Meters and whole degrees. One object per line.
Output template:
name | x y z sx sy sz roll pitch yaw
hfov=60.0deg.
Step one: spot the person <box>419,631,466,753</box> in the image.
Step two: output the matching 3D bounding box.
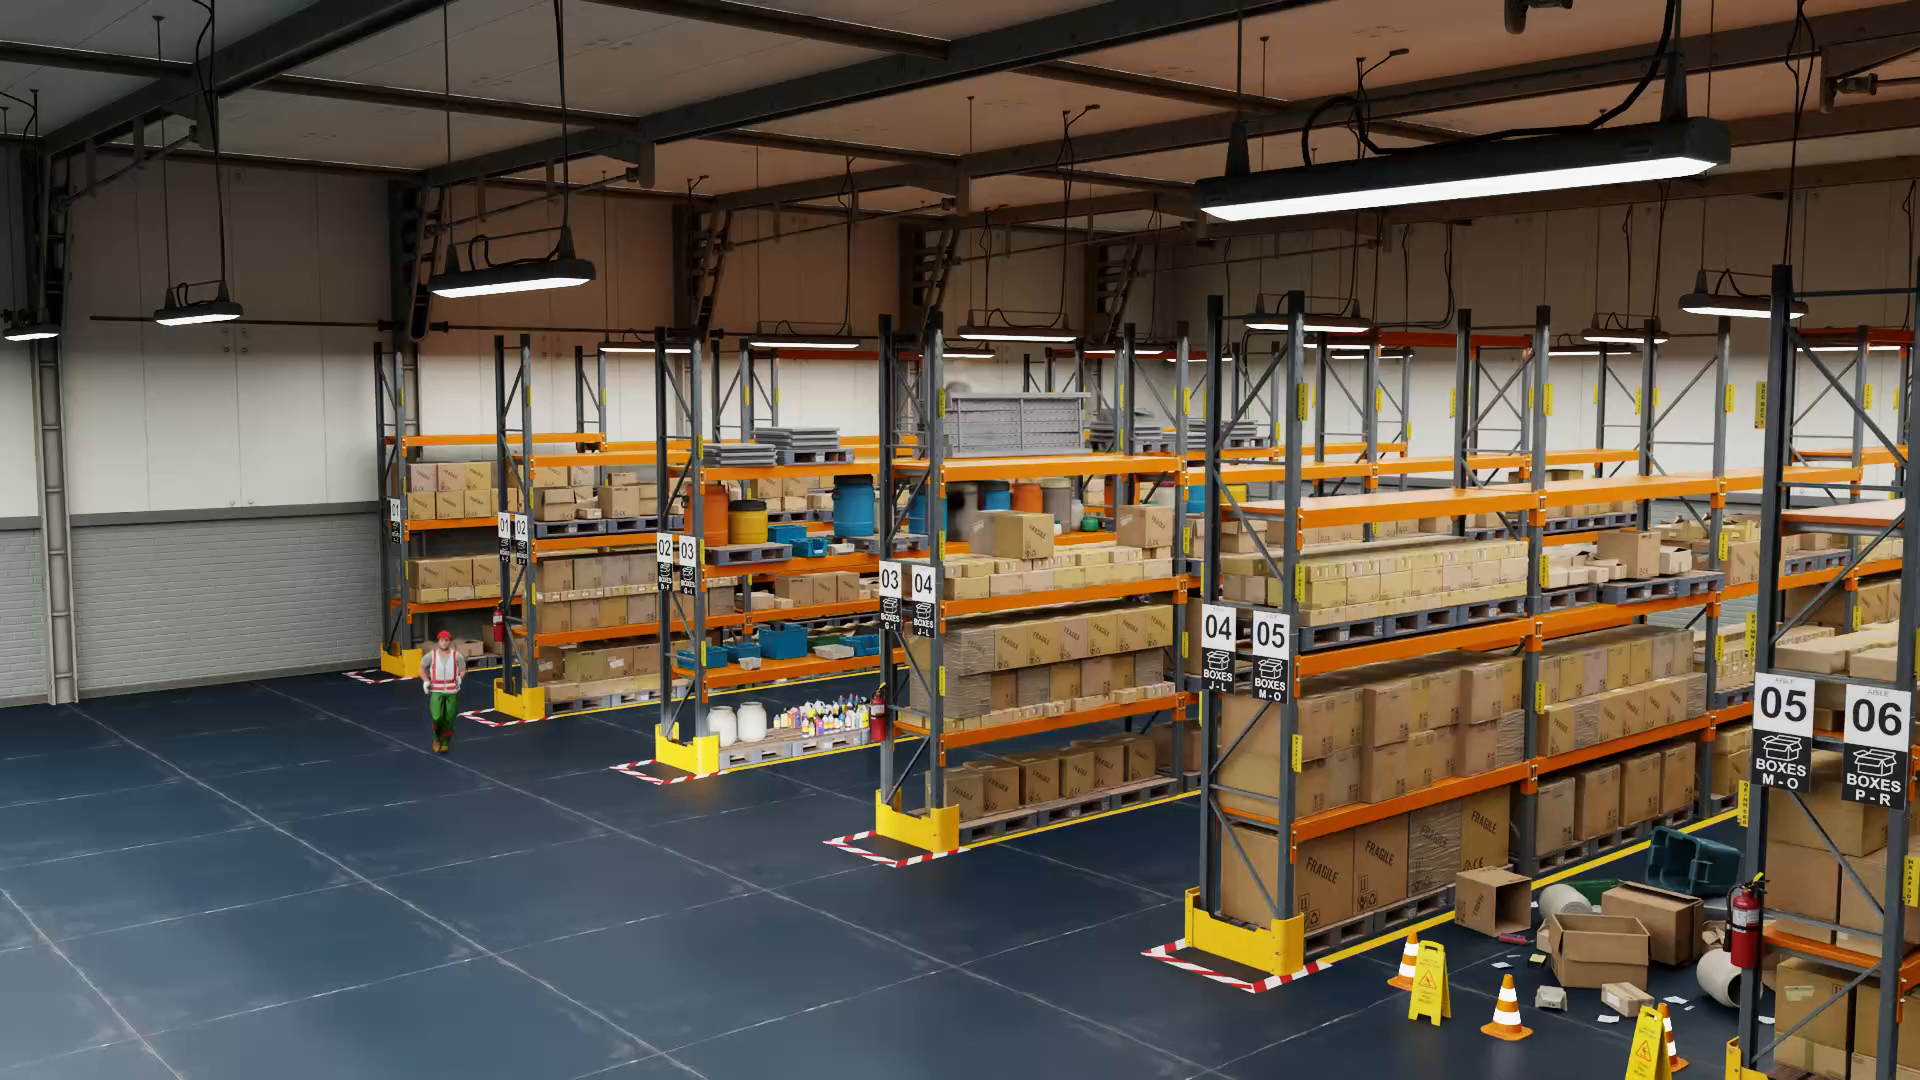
person | -7.258 2.147 23.402 0.633 1.741 0.622 -2 6 -22
